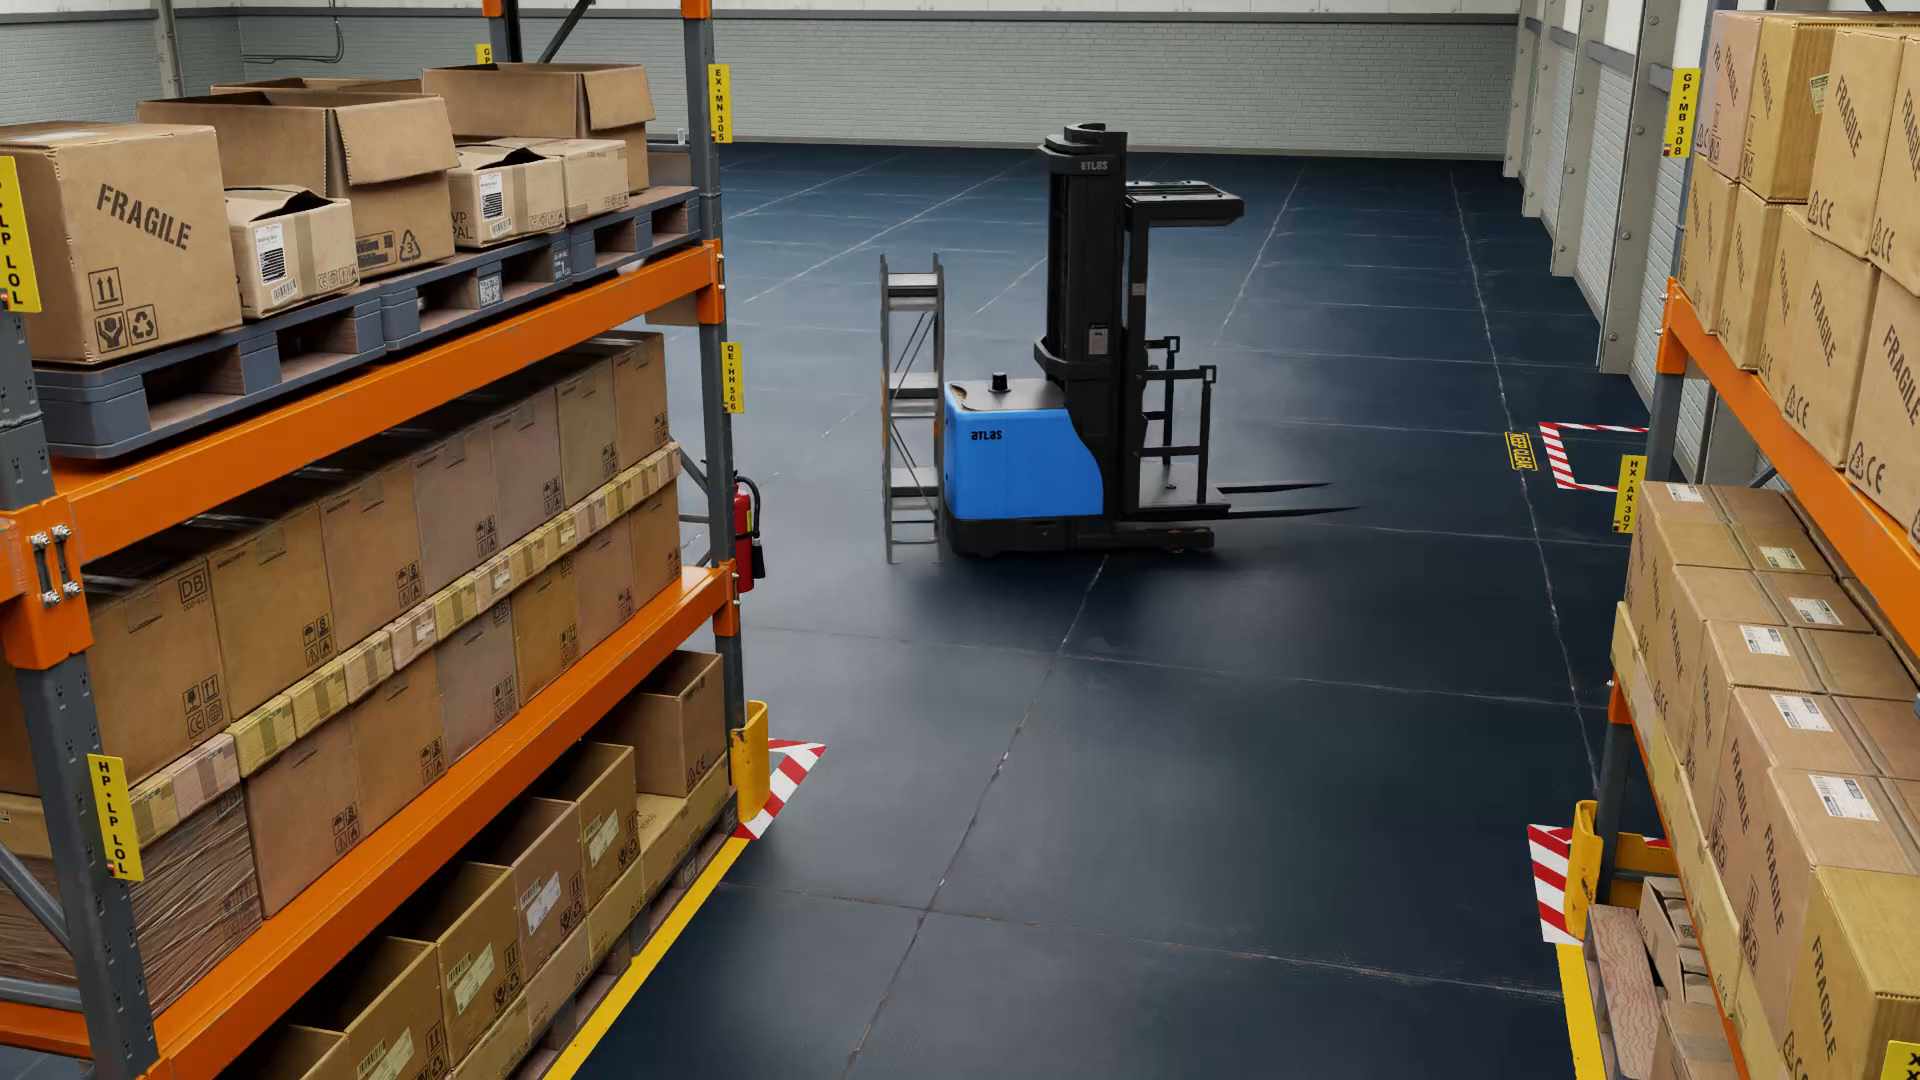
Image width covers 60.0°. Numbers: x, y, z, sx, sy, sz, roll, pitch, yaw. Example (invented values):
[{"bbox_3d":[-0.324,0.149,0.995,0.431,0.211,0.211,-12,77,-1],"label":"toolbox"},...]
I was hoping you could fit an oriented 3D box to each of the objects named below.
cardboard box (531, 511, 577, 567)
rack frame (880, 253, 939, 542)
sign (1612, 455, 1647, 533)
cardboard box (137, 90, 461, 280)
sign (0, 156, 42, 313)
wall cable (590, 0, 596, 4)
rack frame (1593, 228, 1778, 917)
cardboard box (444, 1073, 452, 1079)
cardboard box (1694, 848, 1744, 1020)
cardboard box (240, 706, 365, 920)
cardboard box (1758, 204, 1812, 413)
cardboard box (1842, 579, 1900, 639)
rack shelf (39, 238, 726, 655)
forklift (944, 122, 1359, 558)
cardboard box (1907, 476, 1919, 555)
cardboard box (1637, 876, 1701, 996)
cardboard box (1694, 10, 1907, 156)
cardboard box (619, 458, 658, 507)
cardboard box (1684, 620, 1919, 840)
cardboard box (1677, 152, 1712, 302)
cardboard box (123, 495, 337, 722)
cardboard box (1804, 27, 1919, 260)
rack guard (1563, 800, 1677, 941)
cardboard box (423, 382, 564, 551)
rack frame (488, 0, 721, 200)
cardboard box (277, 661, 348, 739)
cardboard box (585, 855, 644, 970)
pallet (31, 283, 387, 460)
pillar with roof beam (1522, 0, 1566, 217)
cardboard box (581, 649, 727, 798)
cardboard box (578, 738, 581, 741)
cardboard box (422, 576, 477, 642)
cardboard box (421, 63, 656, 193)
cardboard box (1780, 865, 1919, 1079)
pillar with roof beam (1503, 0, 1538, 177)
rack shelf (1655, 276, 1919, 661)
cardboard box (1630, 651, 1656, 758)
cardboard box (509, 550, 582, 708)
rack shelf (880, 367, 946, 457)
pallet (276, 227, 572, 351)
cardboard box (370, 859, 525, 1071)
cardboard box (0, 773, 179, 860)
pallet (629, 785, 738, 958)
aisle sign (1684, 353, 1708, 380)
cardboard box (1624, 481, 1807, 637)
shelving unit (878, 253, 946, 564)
[{"bbox_3d":[-1.717,-0.019,6.444,0.380,0.149,0.250,5,20,15],"label":"cardboard box"},{"bbox_3d":[-0.353,-0.987,11.830,0.400,2.100,0.015,-2,19,-4],"label":"rack frame"},{"bbox_3d":[2.722,-0.185,6.750,0.100,0.325,0.005,5,19,13],"label":"sign"},{"bbox_3d":[-2.009,-1.108,5.126,0.797,0.503,0.637,7,20,19],"label":"cardboard box"},{"bbox_3d":[-2.005,-0.642,3.500,0.100,0.325,0.005,5,19,13],"label":"sign"},{"bbox_3d":[-8.096,-15.848,39.403,2.305,6.003,0.169,5,19,13],"label":"wall cable"},{"bbox_3d":[3.248,0.267,6.764,1.000,3.000,0.127,5,19,13],"label":"rack frame"},{"bbox_3d":[-1.999,1.956,5.425,0.500,0.250,0.500,5,19,13],"label":"cardboard box"},{"bbox_3d":[2.330,1.096,4.540,0.500,0.250,0.500,5,19,13],"label":"cardboard box"},{"bbox_3d":[-2.309,0.778,5.114,0.700,0.500,0.500,4,19,13],"label":"cardboard box"},{"bbox_3d":[2.525,-0.626,4.552,0.500,0.500,0.500,6,20,17],"label":"cardboard box"},{"bbox_3d":[3.084,0.458,5.247,0.500,0.500,0.500,4,19,12],"label":"cardboard box"},{"bbox_3d":[-2.045,-0.575,5.702,1.077,0.370,4.000,5,19,13],"label":"rack shelf"},{"bbox_3d":[1.389,-1.458,11.921,3.031,2.935,1.130,-3,19,-7],"label":"forklift"},{"bbox_3d":[2.155,-0.134,3.112,0.500,0.500,0.500,5,20,15],"label":"cardboard box"},{"bbox_3d":[2.992,1.541,6.514,0.500,0.311,0.500,2,19,7],"label":"cardboard box"},{"bbox_3d":[2.918,-1.581,5.801,0.500,0.500,0.500,3,19,9],"label":"cardboard box"},{"bbox_3d":[-1.528,-0.260,7.150,0.380,0.149,0.250,5,20,15],"label":"cardboard box"},{"bbox_3d":[2.463,0.578,4.895,0.500,0.500,0.500,5,20,15],"label":"cardboard box"},{"bbox_3d":[2.924,-1.124,6.011,0.500,0.500,0.500,5,20,15],"label":"cardboard box"},{"bbox_3d":[-2.309,0.172,4.882,0.700,0.500,0.500,5,19,13],"label":"cardboard box"},{"bbox_3d":[2.371,-0.944,3.937,0.500,0.500,0.500,4,19,11],"label":"cardboard box"},{"bbox_3d":[3.229,1.474,7.098,1.175,0.500,0.348,5,19,13],"label":"rack guard"},{"bbox_3d":[-1.941,-0.299,6.260,0.700,0.500,0.500,5,19,14],"label":"cardboard box"},{"bbox_3d":[-1.556,-2.962,6.936,1.000,3.000,0.127,5,19,13],"label":"rack frame"},{"bbox_3d":[-2.095,0.466,5.025,0.380,0.149,0.250,4,19,13],"label":"cardboard box"},{"bbox_3d":[-1.632,1.486,6.801,0.500,0.250,0.500,5,19,13],"label":"cardboard box"},{"bbox_3d":[-2.350,-0.516,4.554,1.003,0.211,1.213,5,19,13],"label":"pallet"},{"bbox_3d":[5.605,-10.146,27.971,9.100,9.000,0.400,5,19,13],"label":"pillar with roof beam"},{"bbox_3d":[-1.399,0.816,7.601,0.500,0.500,0.500,5,19,13],"label":"cardboard box"},{"bbox_3d":[-1.903,1.130,7.842,0.500,0.250,0.500,5,19,13],"label":"cardboard box"},{"bbox_3d":[-1.905,0.222,5.739,0.380,0.149,0.250,4,19,13],"label":"cardboard box"},{"bbox_3d":[-1.701,-1.676,6.788,0.797,0.503,0.637,6,20,17],"label":"cardboard box"},{"bbox_3d":[2.086,1.055,3.499,0.500,0.500,0.500,5,19,13],"label":"cardboard box"},{"bbox_3d":[7.071,-12.027,33.477,9.100,9.000,0.400,5,19,13],"label":"pillar with roof beam"},{"bbox_3d":[2.759,-0.185,4.560,1.077,0.370,4.000,5,19,13],"label":"rack shelf"},{"bbox_3d":[2.708,0.621,5.931,0.500,0.250,0.500,4,19,12],"label":"cardboard box"},{"bbox_3d":[-1.933,0.295,6.527,0.700,0.500,0.500,5,19,14],"label":"cardboard box"},{"bbox_3d":[-0.333,-0.896,11.604,0.431,0.518,0.480,-2,19,-4],"label":"rack shelf"},{"bbox_3d":[-2.050,-0.897,5.670,1.003,0.211,1.213,5,19,13],"label":"pallet"},{"bbox_3d":[-1.873,1.445,5.762,0.500,0.500,0.500,5,19,13],"label":"cardboard box"},{"bbox_3d":[-2.280,0.708,4.316,0.380,0.149,0.250,5,19,13],"label":"cardboard box"},{"bbox_3d":[-1.703,1.440,7.645,1.003,0.211,1.213,5,19,13],"label":"pallet"},{"bbox_3d":[2.975,-1.009,6.479,0.394,0.787,0.004,5,19,13],"label":"aisle sign"},{"bbox_3d":[2.840,0.100,6.295,0.500,0.500,0.500,5,19,13],"label":"cardboard box"},{"bbox_3d":[-0.333,-0.909,11.599,0.431,2.100,0.503,-2,19,-4],"label":"shelving unit"}]
